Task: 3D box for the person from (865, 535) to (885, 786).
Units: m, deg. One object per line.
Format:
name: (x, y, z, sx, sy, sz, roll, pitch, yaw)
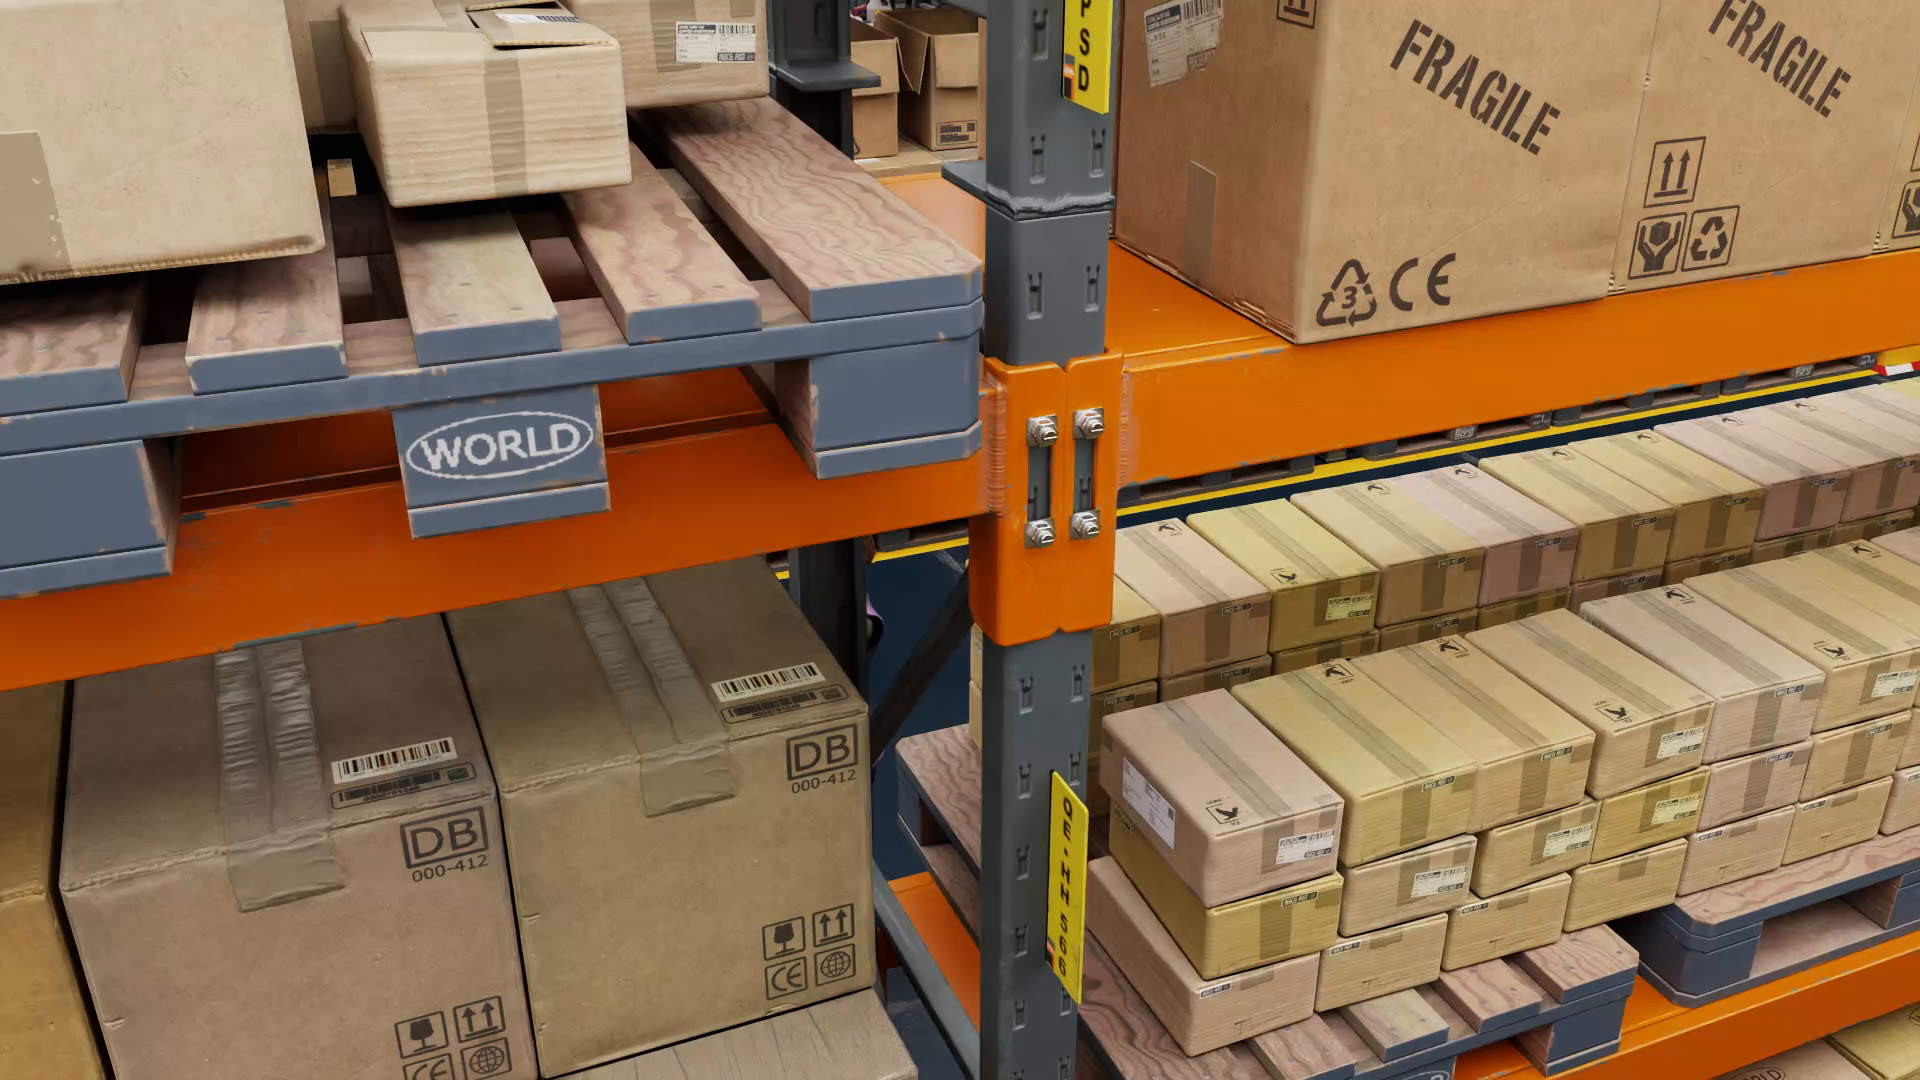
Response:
person: (-0.467, 0.647, 4.823, 0.489, 1.593, 0.405, -10, 28, -20)
